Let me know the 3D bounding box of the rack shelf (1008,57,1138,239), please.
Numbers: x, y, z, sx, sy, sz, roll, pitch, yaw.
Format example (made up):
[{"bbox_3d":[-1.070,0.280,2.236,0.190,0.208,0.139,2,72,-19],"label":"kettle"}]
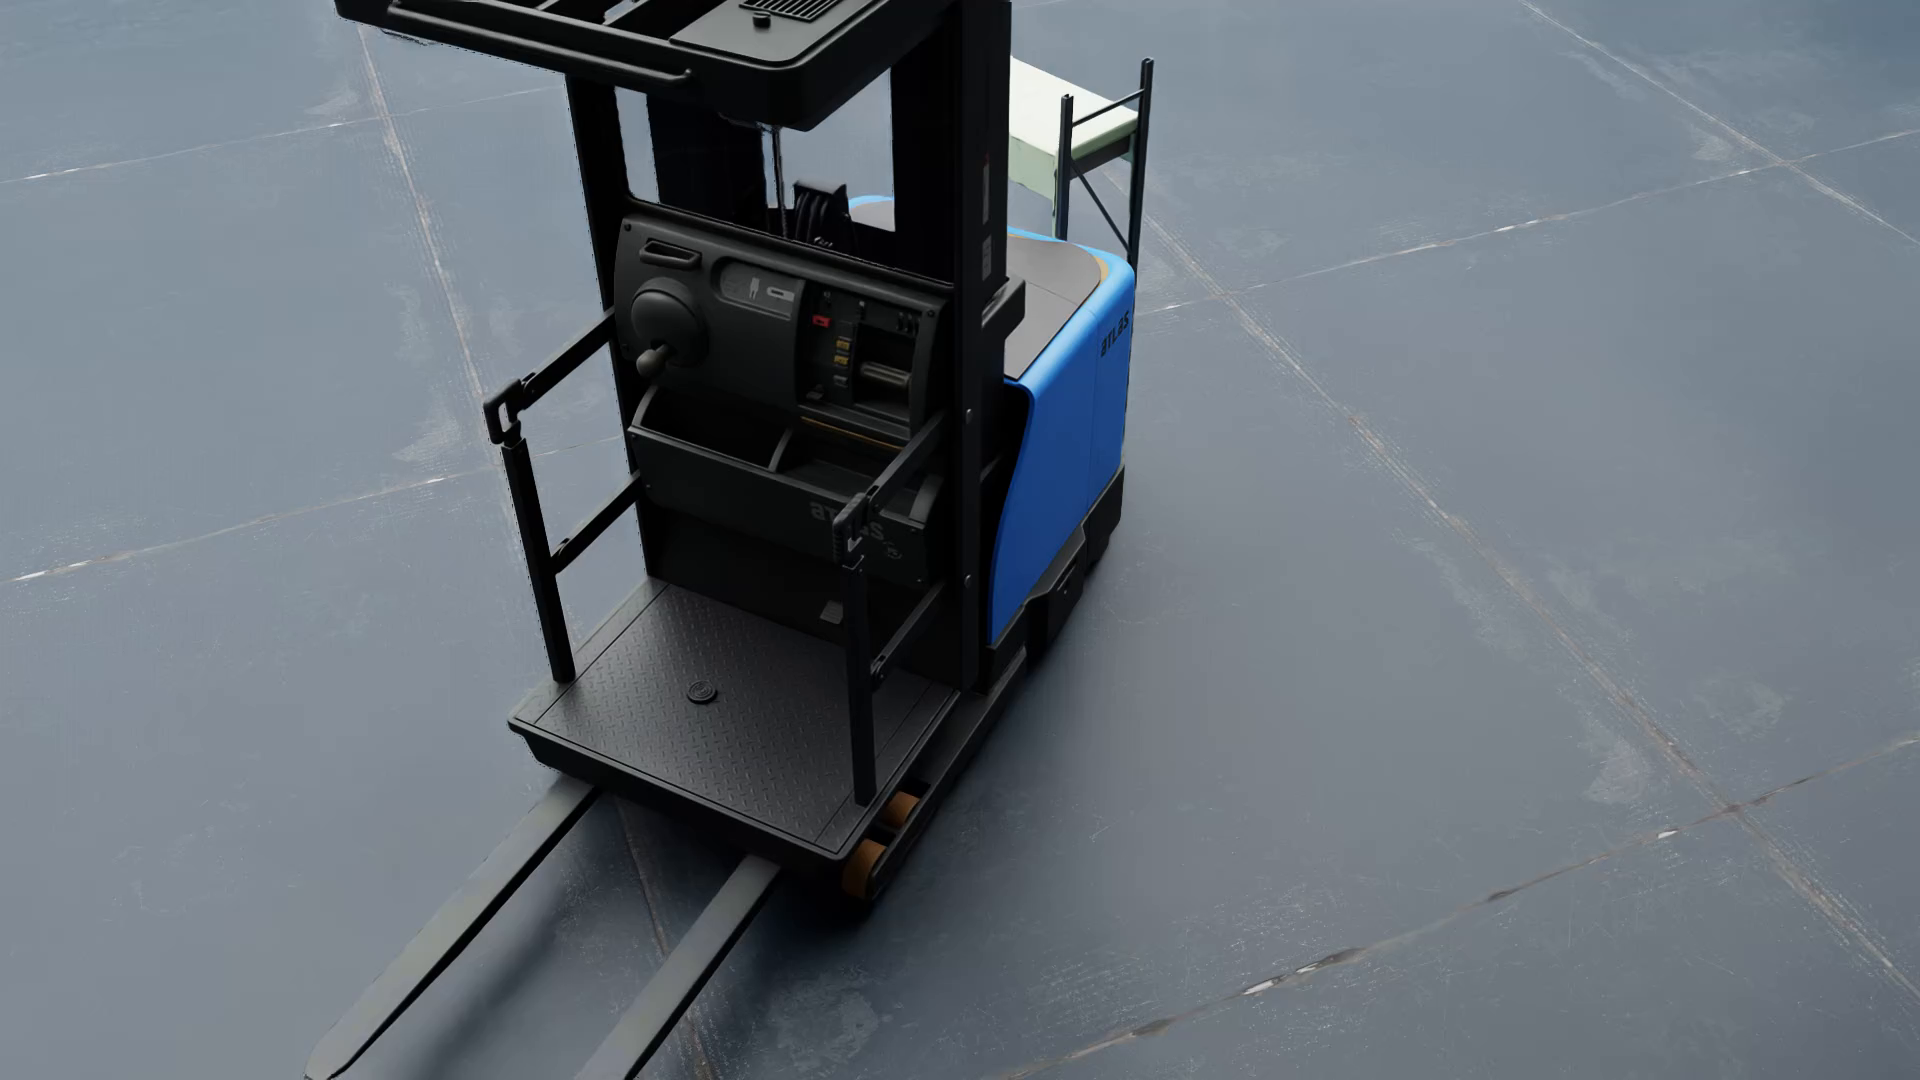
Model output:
[{"bbox_3d":[0.202,-1.319,5.535,0.431,0.370,0.720,-32,50,-32],"label":"rack shelf"}]

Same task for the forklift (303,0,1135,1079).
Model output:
[{"bbox_3d":[-0.568,-0.455,4.031,1.130,2.935,3.031,19,44,20],"label":"forklift"}]

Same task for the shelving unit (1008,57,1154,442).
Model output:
[{"bbox_3d":[0.202,-1.023,5.789,0.431,1.500,0.755,-32,50,-32],"label":"shelving unit"}]

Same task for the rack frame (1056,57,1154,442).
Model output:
[{"bbox_3d":[0.455,-0.851,5.589,0.400,1.500,0.023,-32,50,-32],"label":"rack frame"}]
